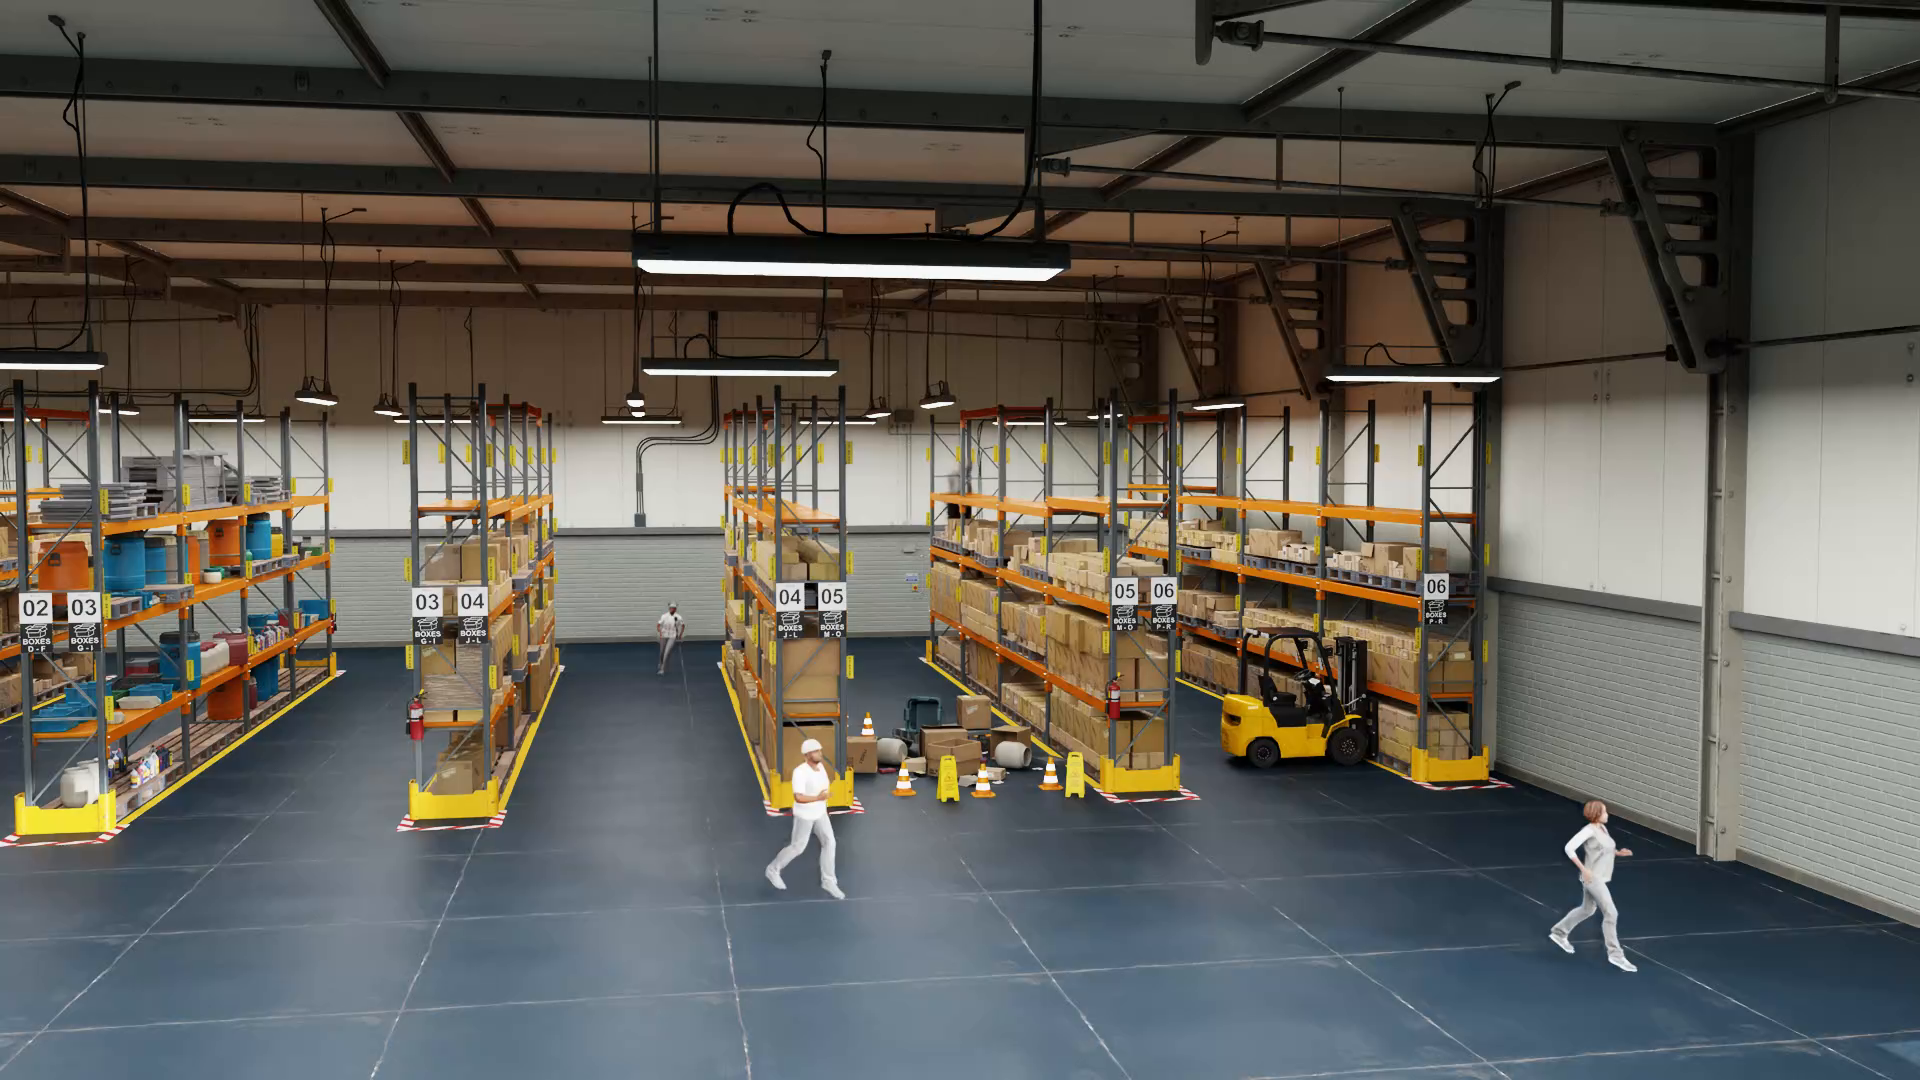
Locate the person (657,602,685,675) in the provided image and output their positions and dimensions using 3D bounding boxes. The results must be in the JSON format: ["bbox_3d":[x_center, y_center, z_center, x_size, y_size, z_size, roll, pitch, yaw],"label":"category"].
[{"bbox_3d":[-6.663,2.241,38.257,0.640,1.646,0.799,0,3,-3],"label":"person"}]

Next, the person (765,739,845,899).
[{"bbox_3d":[-1.749,3.157,18.950,0.940,1.806,0.711,2,3,29],"label":"person"}]

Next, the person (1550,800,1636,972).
[{"bbox_3d":[6.212,3.354,16.304,0.842,1.612,0.526,2,3,32],"label":"person"}]
